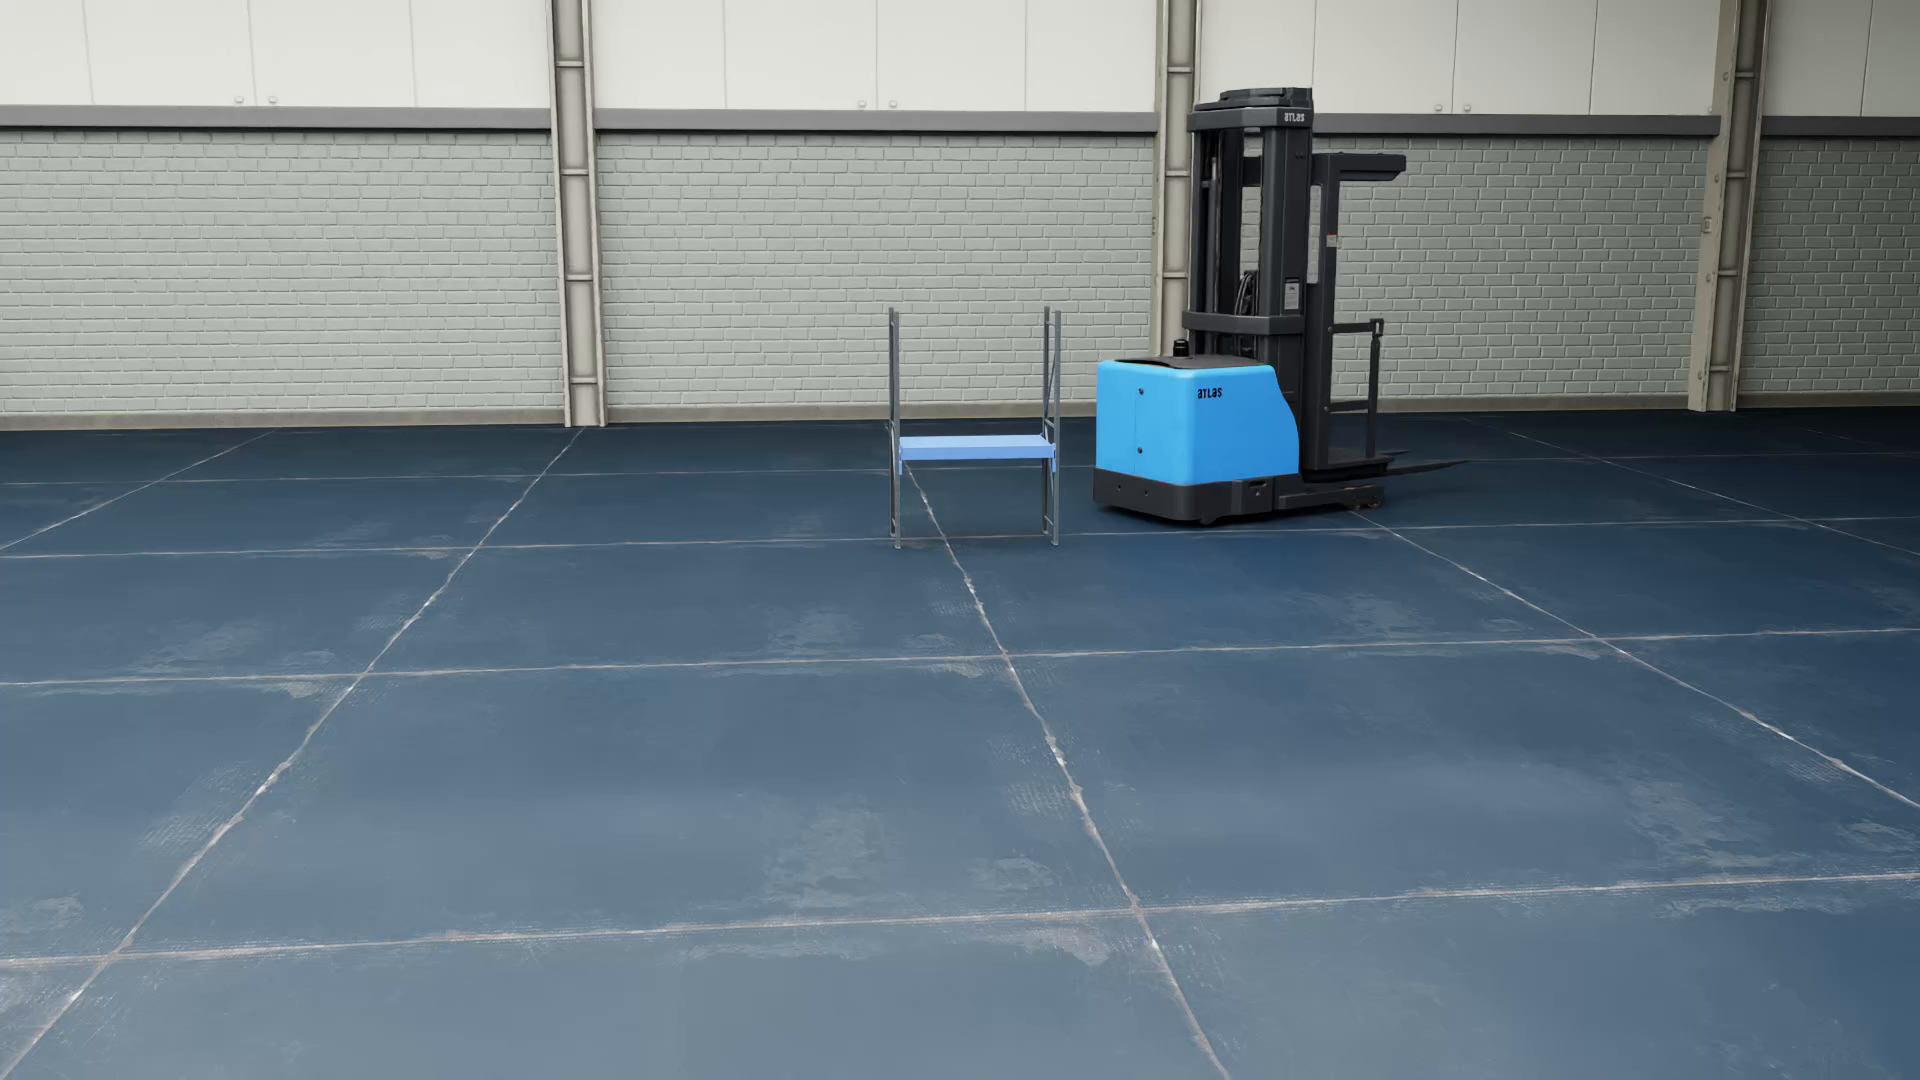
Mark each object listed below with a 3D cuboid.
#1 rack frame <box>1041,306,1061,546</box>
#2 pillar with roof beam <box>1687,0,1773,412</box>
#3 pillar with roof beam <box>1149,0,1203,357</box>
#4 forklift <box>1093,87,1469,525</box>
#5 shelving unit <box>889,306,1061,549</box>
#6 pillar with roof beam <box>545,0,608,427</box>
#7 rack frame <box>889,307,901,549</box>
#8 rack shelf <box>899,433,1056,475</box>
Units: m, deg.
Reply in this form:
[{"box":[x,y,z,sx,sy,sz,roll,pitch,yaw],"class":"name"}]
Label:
[{"box":[0.590,-0.748,10.786,0.032,1.500,0.500,-1,11,-6],"class":"rack frame"},{"box":[8.624,-5.006,13.003,0.400,9.000,9.100,-1,11,-6],"class":"pillar with roof beam"},{"box":[2.659,-4.881,12.367,0.400,9.000,9.100,-1,11,-6],"class":"pillar with roof beam"},{"box":[2.476,-1.731,12.076,3.031,2.935,1.130,-7,13,-32],"class":"forklift"},{"box":[0.085,-0.738,10.732,1.048,1.500,0.538,-1,11,-6],"class":"shelving unit"},{"box":[-3.306,-4.756,11.731,0.400,9.000,9.100,-1,11,-6],"class":"pillar with roof beam"},{"box":[-0.421,-0.727,10.679,0.032,1.500,0.500,-1,11,-6],"class":"rack frame"},{"box":[0.085,-0.561,10.767,1.000,0.185,0.538,-1,11,-6],"class":"rack shelf"}]
